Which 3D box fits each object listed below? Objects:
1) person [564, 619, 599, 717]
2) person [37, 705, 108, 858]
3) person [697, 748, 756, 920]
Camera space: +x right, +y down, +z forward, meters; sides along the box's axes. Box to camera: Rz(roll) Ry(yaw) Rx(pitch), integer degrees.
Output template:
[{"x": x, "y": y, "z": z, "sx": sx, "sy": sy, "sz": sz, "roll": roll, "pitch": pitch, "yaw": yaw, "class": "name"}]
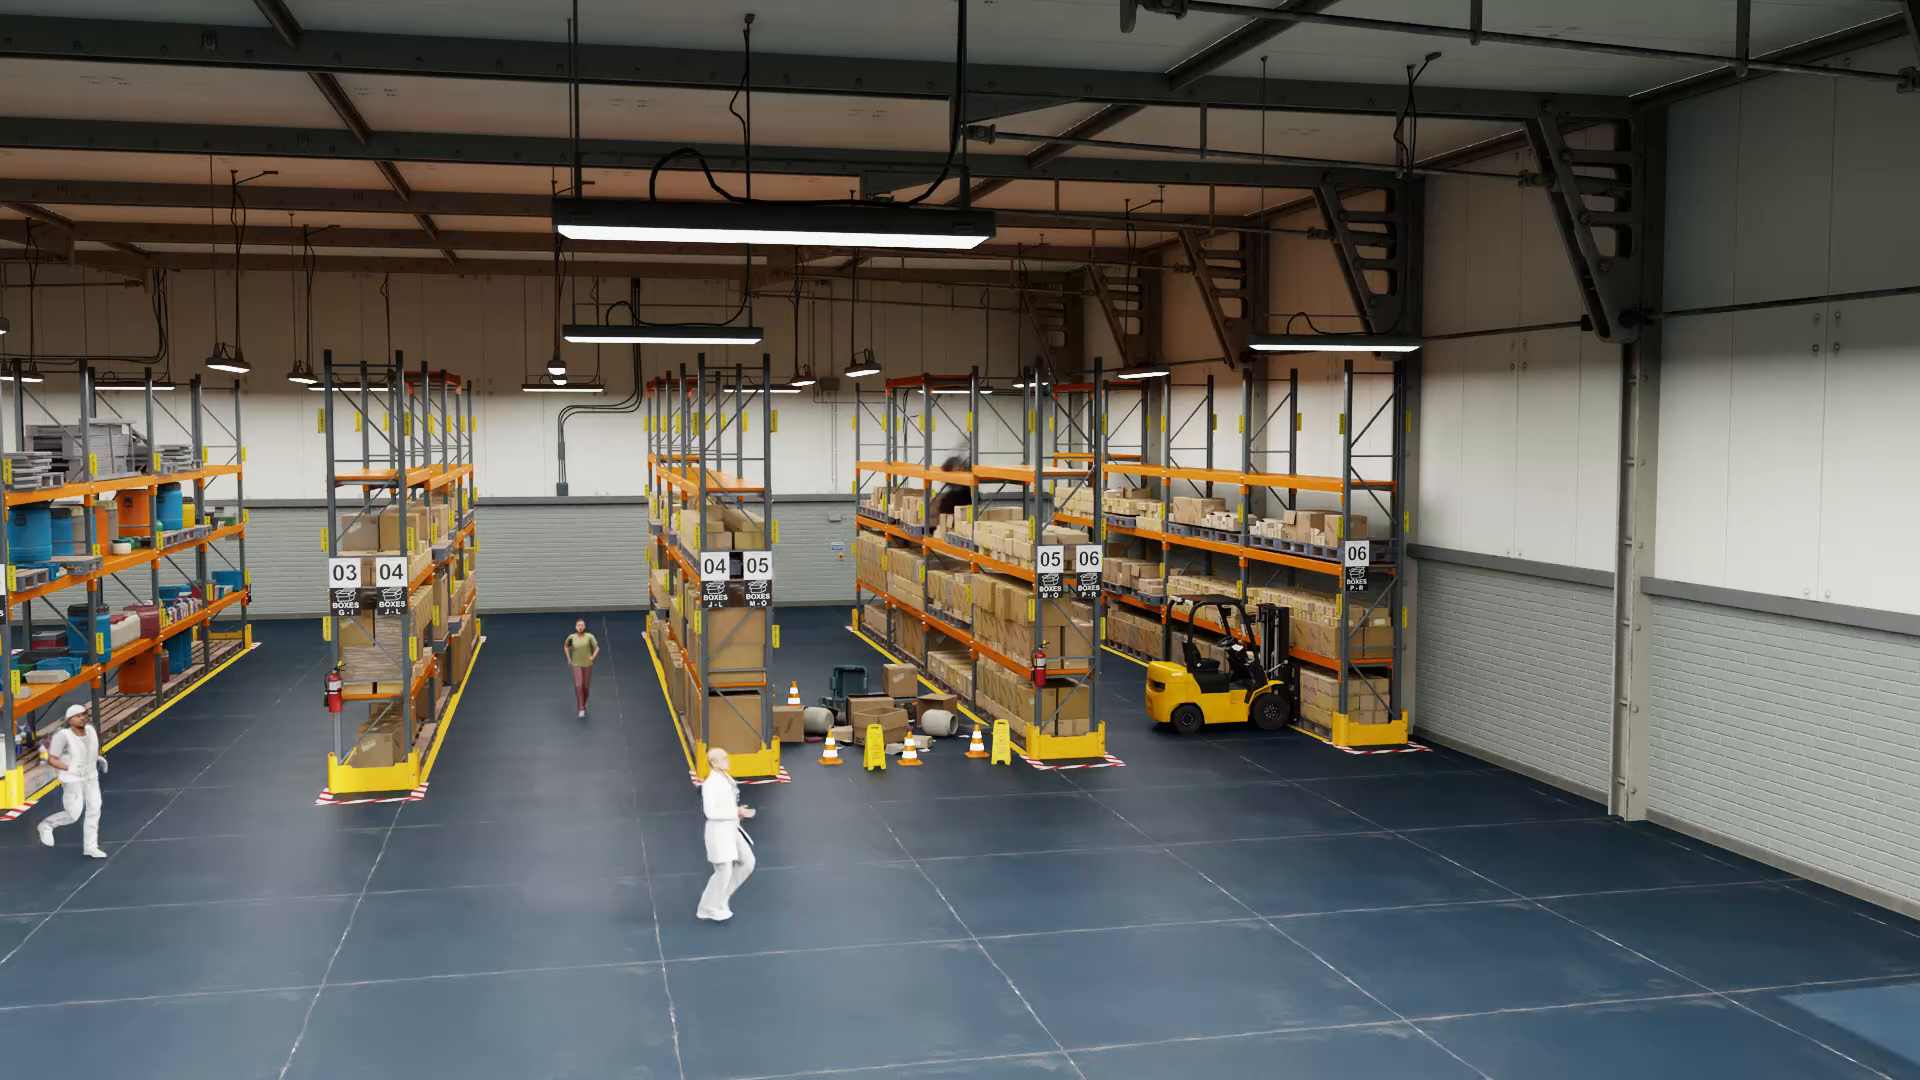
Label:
[{"x": -6.547, "y": 2.184, "z": 28.777, "sx": 0.591, "sy": 1.667, "sz": 0.850, "roll": -1, "pitch": 4, "yaw": -15, "class": "person"}, {"x": -10.273, "y": 2.788, "z": 19.319, "sx": 0.858, "sy": 1.775, "sz": 0.689, "roll": 2, "pitch": 4, "yaw": 22, "class": "person"}, {"x": -2.325, "y": 2.963, "z": 16.712, "sx": 0.673, "sy": 1.763, "sz": 0.694, "roll": 1, "pitch": 4, "yaw": 13, "class": "person"}]
